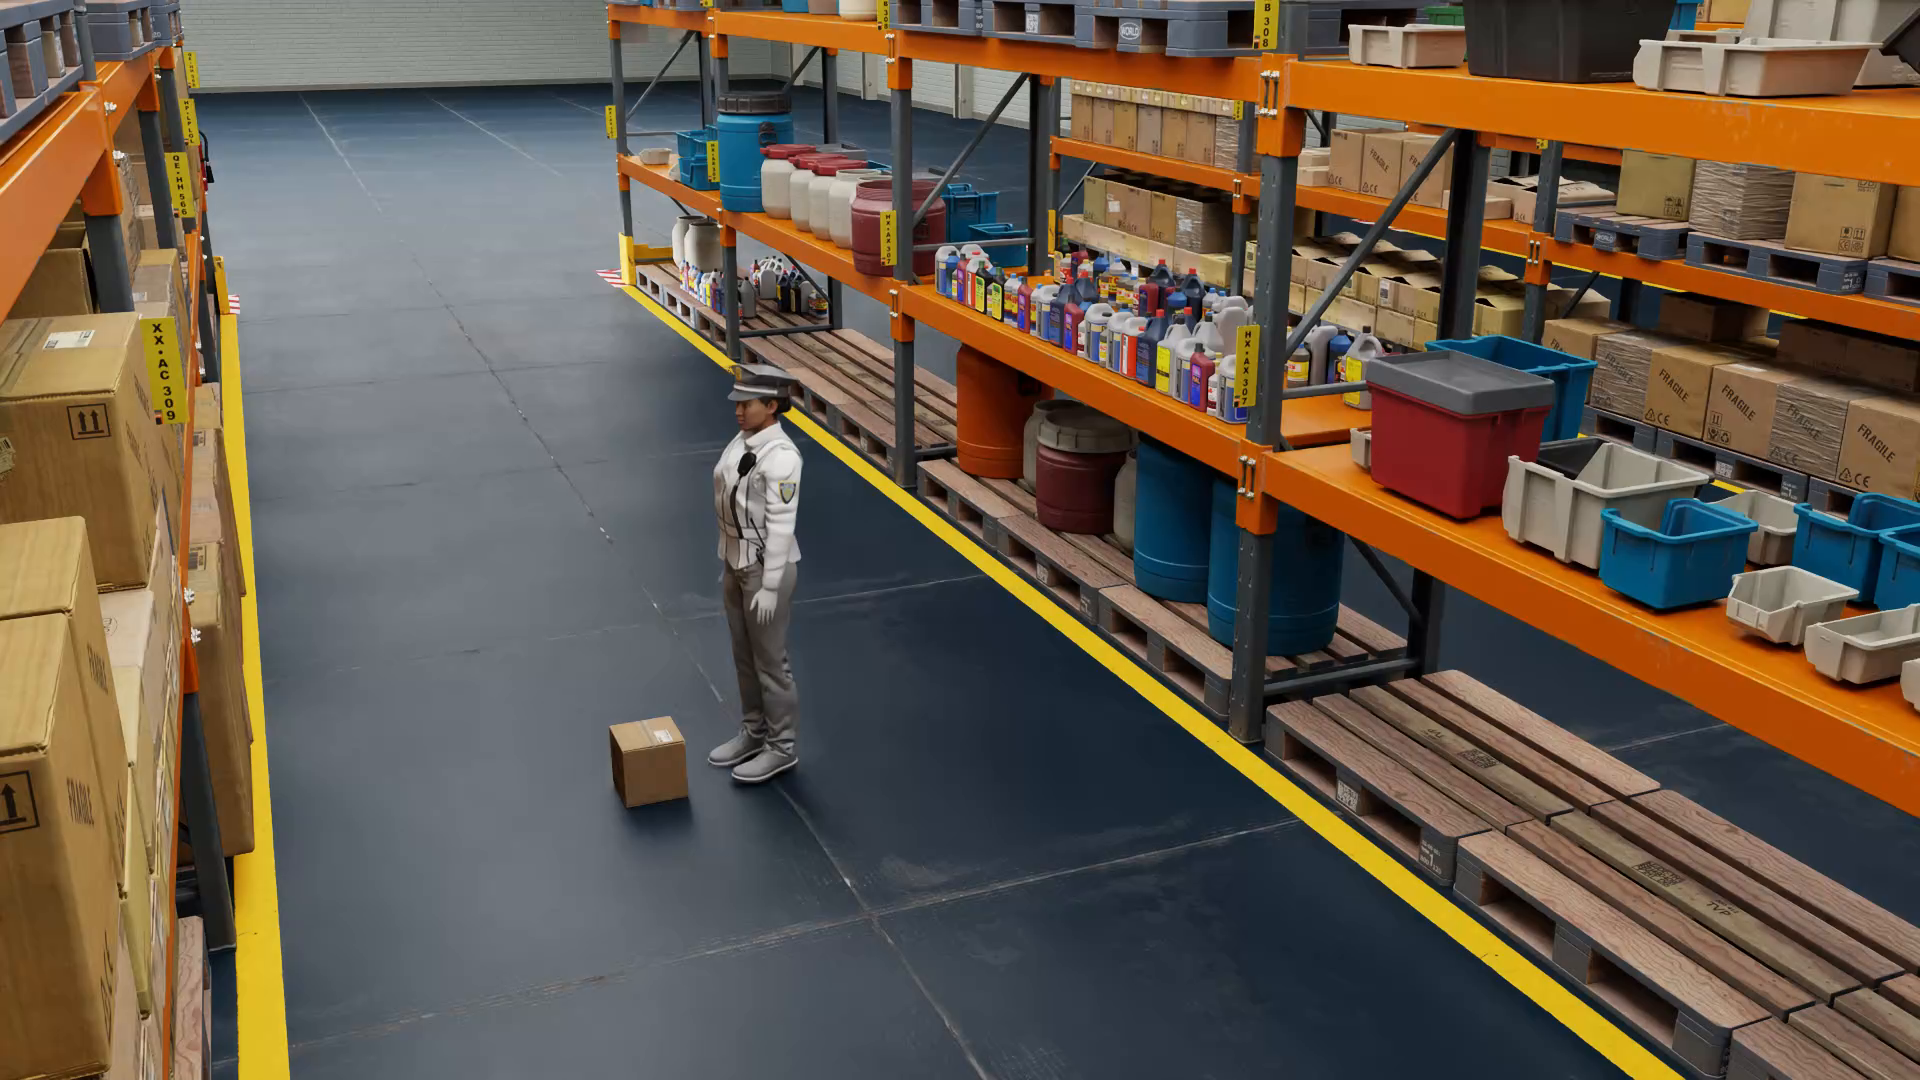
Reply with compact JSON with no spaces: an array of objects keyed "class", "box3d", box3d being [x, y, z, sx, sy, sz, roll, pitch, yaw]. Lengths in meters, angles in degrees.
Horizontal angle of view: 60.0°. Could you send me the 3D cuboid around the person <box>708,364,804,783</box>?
[{"class":"person","box3d":[-0.807,0.136,6.593,0.384,1.709,0.490,-10,21,-27]}]
